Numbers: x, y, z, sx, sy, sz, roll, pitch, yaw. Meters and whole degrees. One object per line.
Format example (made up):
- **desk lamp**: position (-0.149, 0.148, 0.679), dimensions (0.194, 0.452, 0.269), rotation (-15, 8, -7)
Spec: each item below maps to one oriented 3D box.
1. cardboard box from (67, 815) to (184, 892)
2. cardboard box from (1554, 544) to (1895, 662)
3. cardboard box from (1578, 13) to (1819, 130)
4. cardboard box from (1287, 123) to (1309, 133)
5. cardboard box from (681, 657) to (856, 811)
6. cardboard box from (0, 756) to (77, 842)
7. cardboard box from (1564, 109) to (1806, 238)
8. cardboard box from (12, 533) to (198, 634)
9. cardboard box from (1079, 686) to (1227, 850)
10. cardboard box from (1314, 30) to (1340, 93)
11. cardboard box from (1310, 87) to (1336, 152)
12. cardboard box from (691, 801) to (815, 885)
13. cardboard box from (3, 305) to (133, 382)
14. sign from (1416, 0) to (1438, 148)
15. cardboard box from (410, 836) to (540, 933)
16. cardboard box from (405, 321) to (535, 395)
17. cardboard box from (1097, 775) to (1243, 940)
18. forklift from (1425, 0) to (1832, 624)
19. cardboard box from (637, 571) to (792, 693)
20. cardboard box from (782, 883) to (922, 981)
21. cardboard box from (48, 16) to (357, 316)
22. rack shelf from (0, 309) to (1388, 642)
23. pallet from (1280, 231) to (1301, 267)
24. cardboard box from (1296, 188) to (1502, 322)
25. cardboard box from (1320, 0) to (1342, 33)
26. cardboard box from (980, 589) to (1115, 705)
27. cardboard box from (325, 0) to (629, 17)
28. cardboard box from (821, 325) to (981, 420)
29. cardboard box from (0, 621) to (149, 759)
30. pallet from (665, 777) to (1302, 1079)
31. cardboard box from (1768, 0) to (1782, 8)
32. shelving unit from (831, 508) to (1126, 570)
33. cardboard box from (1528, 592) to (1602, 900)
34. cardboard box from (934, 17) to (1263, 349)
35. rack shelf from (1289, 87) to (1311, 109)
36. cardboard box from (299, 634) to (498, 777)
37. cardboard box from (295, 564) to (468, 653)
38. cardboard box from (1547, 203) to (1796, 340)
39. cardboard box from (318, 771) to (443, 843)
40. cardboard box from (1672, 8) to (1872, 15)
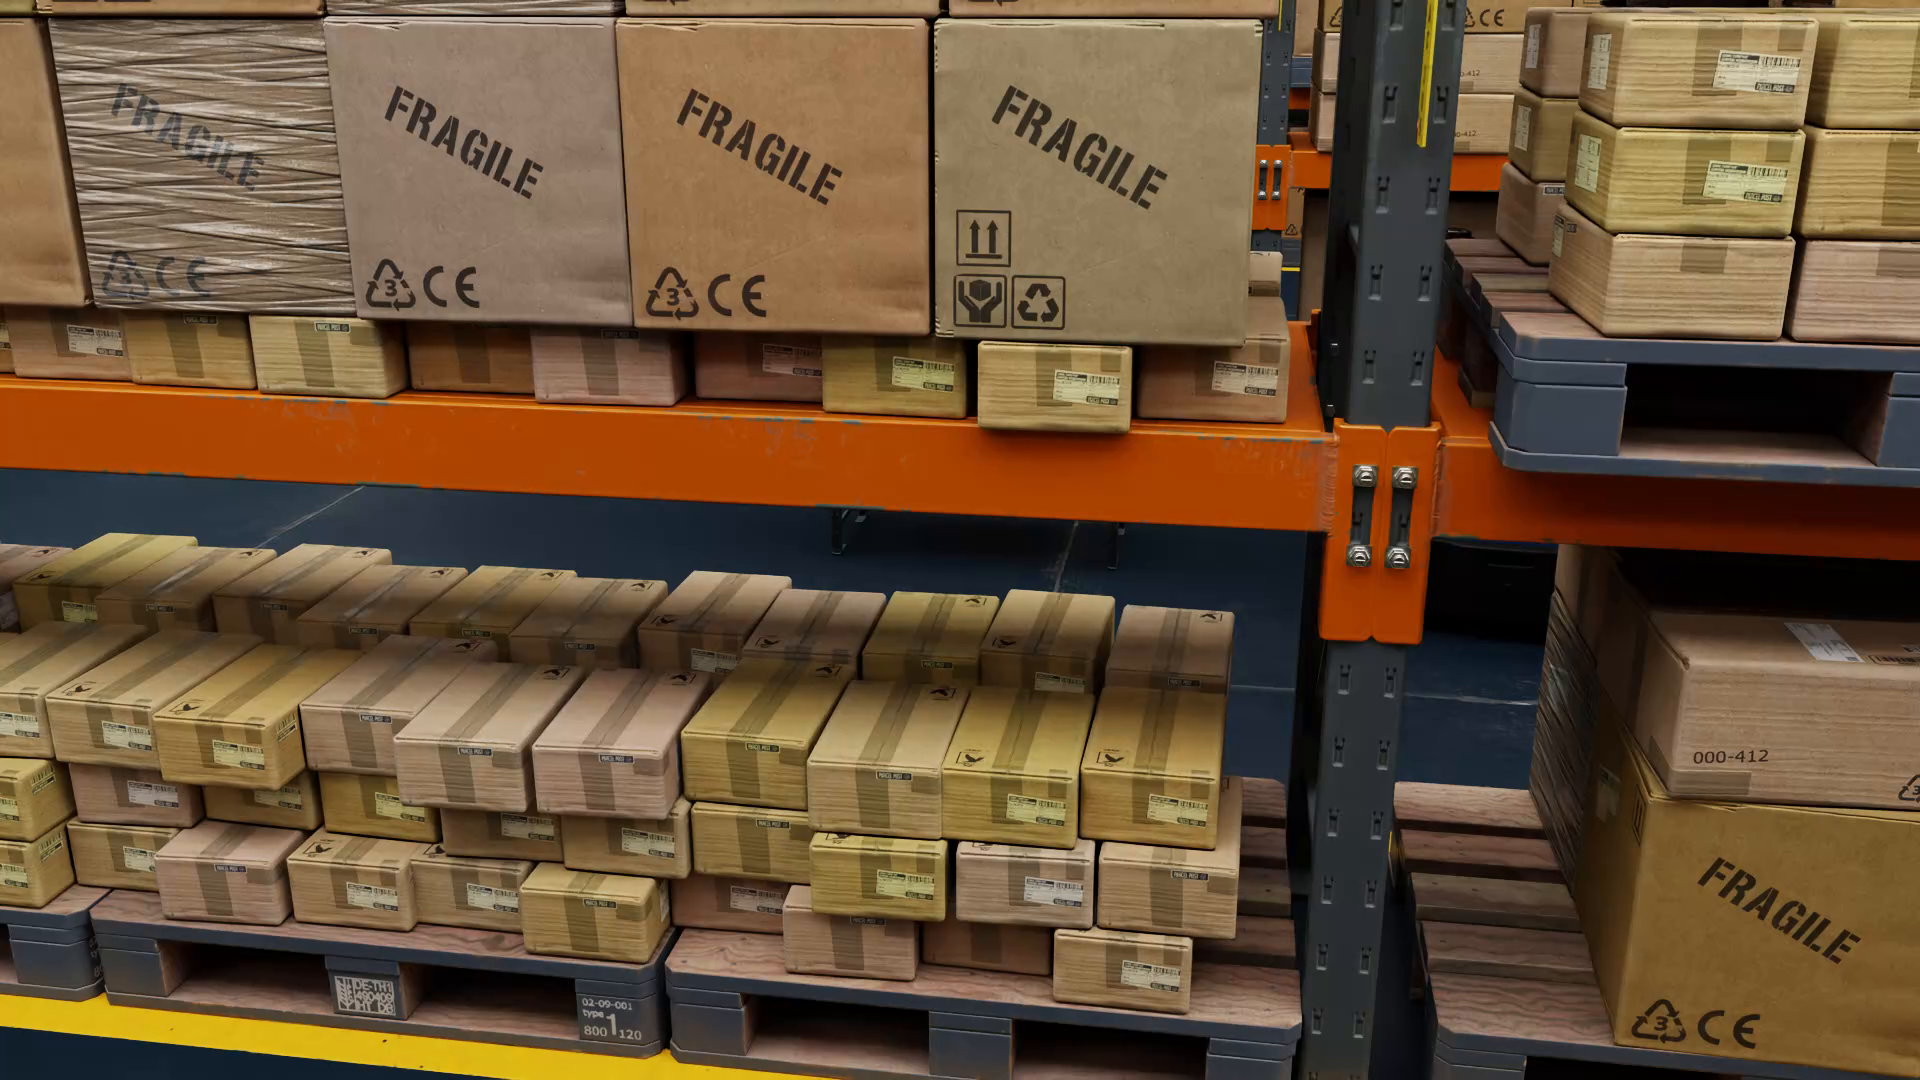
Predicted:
- **cardboard box**: position (-1.695, 0.601, 3.612), dimensions (0.250, 0.149, 0.380), rotation (3, 19, 9)
- **cardboard box**: position (1.544, 0.083, 3.423), dimensions (0.500, 0.250, 0.500), rotation (2, 19, 7)
- **cardboard box**: position (1.084, -0.704, 2.476), dimensions (0.250, 0.149, 0.380), rotation (4, 19, 11)
- **cardboard box**: position (2.559, -2.997, 12.319), dimensions (0.250, 0.149, 0.380), rotation (3, 19, 8)
- **cardboard box**: position (-0.374, 0.380, 3.332), dimensions (0.250, 0.149, 0.380), rotation (4, 19, 10)
- **cardboard box**: position (-1.951, 0.474, 3.520), dimensions (0.250, 0.149, 0.380), rotation (4, 19, 10)
- **cardboard box**: position (1.084, -0.563, 2.523), dimensions (0.250, 0.149, 0.380), rotation (3, 19, 10)
- **cardboard box**: position (-2.103, 0.115, 4.126), dimensions (0.250, 0.149, 0.380), rotation (3, 19, 7)
- **cardboard box**: position (0.376, 0.429, 3.188), dimensions (0.250, 0.149, 0.380), rotation (3, 19, 10)
- **cardboard box**: position (1.843, -2.117, 7.351), dimensions (0.500, 0.250, 0.500), rotation (2, 19, 7)
- **cardboard box**: position (1.846, -1.886, 7.448), dimensions (0.500, 0.250, 0.500), rotation (2, 19, 7)
- **cardboard box**: position (-0.362, 0.529, 3.358), dimensions (0.250, 0.149, 0.380), rotation (3, 19, 9)
- **cardboard box**: position (-1.618, -0.426, 3.245), dimensions (0.250, 0.149, 0.380), rotation (3, 19, 8)
- **sign**: position (0.690, -0.746, 2.441), dimensions (0.005, 0.325, 0.100), rotation (3, 19, 9)
- **cardboard box**: position (-0.942, 0.648, 3.471), dimensions (0.250, 0.149, 0.380), rotation (3, 19, 10)
- **cardboard box**: position (-0.843, -0.393, 3.147), dimensions (0.250, 0.149, 0.380), rotation (3, 19, 8)
- **cardboard box**: position (0.407, 0.590, 3.175), dimensions (0.250, 0.149, 0.380), rotation (3, 19, 10)
- **forklift**: position (2.725, -1.167, 5.172), dimensions (3.031, 2.935, 1.130), rotation (5, 19, 14)
- **cardboard box**: position (-0.559, 0.209, 3.846), dimensions (0.250, 0.149, 0.380), rotation (3, 19, 10)
- **cardboard box**: position (-0.187, 0.702, 3.310), dimensions (0.250, 0.149, 0.380), rotation (2, 19, 7)
- **cardboard box**: position (-1.263, -0.715, 3.086), dimensions (0.500, 0.500, 0.500), rotation (2, 19, 7)
- **rack shelf**: position (-1.206, -0.265, 3.502), dimensions (4.000, 0.370, 1.077), rotation (3, 19, 9)
- **pallet**: position (3.046, -2.265, 12.741), dimensions (1.213, 0.211, 1.003), rotation (3, 19, 9)
- **cardboard box**: position (2.078, -1.247, 7.989), dimensions (0.875, 0.875, 0.875), rotation (4, 19, 10)
- **cardboard box**: position (1.842, -2.471, 7.227), dimensions (0.500, 0.500, 0.500), rotation (3, 19, 9)
- **cardboard box**: position (0.198, 0.250, 3.721), dimensions (0.250, 0.149, 0.380), rotation (4, 19, 11)
- **cardboard box**: position (-0.753, -1.162, 2.846), dimensions (0.500, 0.500, 0.500), rotation (3, 19, 10)
- **cardboard box**: position (-0.077, -0.339, 2.984), dimensions (0.250, 0.149, 0.380), rotation (4, 19, 11)
- **cardboard box**: position (-1.940, 0.312, 3.537), dimensions (0.250, 0.149, 0.380), rotation (2, 19, 6)
- **pallet**: position (0.099, 0.794, 3.598), dimensions (1.213, 0.211, 1.003), rotation (3, 19, 9)
- **cardboard box**: position (3.355, -2.404, 7.027), dimensions (0.500, 0.500, 0.500), rotation (3, 19, 8)
- **shelving unit**: position (0.084, -0.707, 6.052), dimensions (1.048, 1.500, 0.538), rotation (3, 19, 9)
- **cardboard box**: position (1.539, 0.439, 3.542), dimensions (0.500, 0.500, 0.500), rotation (3, 19, 8)
- **cardboard box**: position (0.246, -0.630, 2.832), dimensions (0.500, 0.500, 0.500), rotation (3, 19, 9)
- **rack shelf**: position (4.212, -3.175, 12.199), dimensions (4.000, 0.370, 1.077), rotation (3, 19, 9)
- **cardboard box**: position (-1.152, 0.339, 3.456), dimensions (0.250, 0.149, 0.380), rotation (3, 19, 9)
- **cardboard box**: position (-1.341, 0.192, 3.896), dimensions (0.250, 0.149, 0.380), rotation (2, 19, 7)
- **cardboard box**: position (1.084, -0.422, 2.570), dimensions (0.250, 0.149, 0.380), rotation (2, 19, 6)
- **cardboard box**: position (-1.135, 0.475, 3.517), dimensions (0.250, 0.149, 0.380), rotation (4, 19, 11)
- **cardboard box**: position (1.461, -0.896, 3.049), dimensions (0.250, 0.149, 0.380), rotation (2, 19, 7)
